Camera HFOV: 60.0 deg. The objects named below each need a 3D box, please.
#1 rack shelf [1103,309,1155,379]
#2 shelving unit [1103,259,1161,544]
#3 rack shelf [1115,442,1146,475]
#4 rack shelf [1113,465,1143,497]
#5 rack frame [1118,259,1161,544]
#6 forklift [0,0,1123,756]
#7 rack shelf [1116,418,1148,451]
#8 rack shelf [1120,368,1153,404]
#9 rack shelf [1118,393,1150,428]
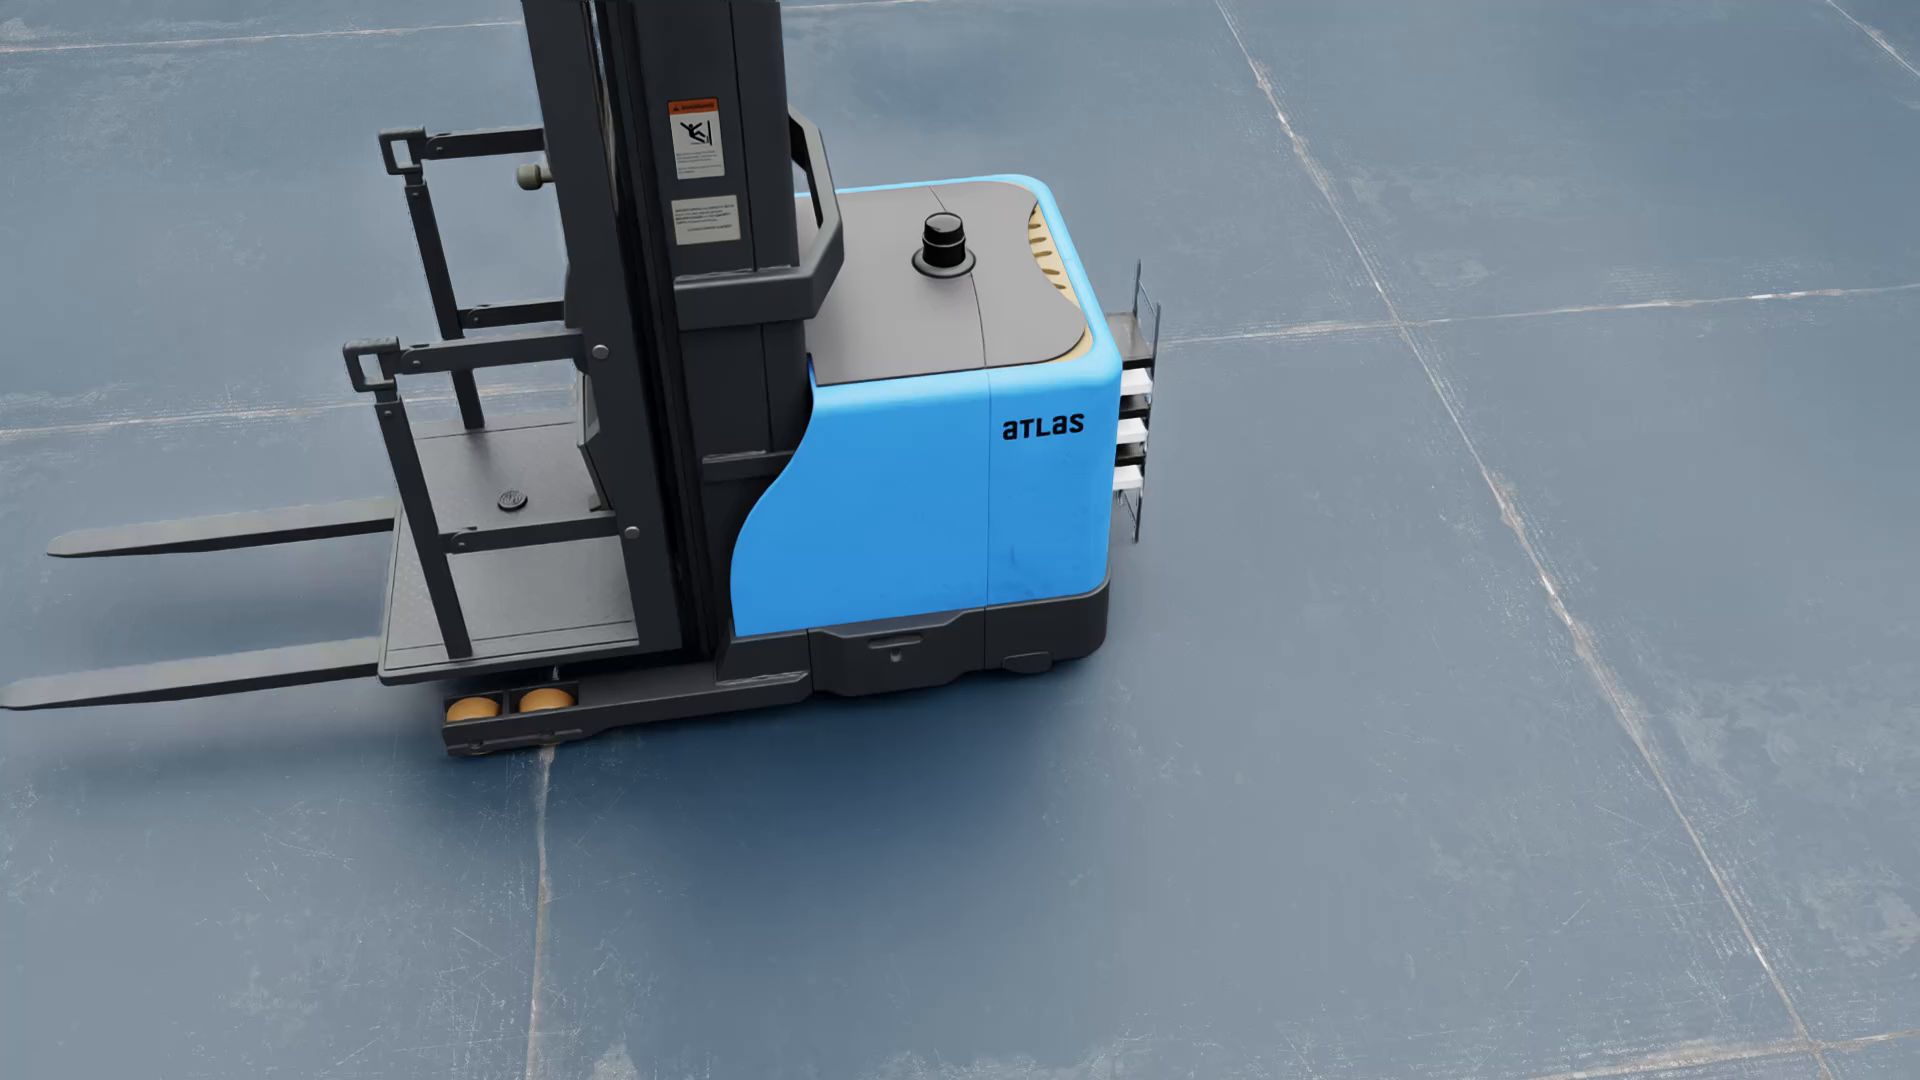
[{"bbox_3d":[0.437,-0.564,4.850,0.200,0.077,0.258,-7,42,-7],"label":"rack shelf"},{"bbox_3d":[0.437,-0.388,5.009,0.210,0.900,0.258,-7,42,-7],"label":"shelving unit"},{"bbox_3d":[0.437,-0.297,5.091,0.200,0.077,0.258,-7,42,-7],"label":"rack shelf"},{"bbox_3d":[0.437,-0.230,5.152,0.200,0.077,0.258,-7,42,-7],"label":"rack shelf"},{"bbox_3d":[0.537,-0.400,5.022,0.006,0.900,0.240,-7,42,-7],"label":"rack frame"},{"bbox_3d":[-1.141,-0.879,4.036,3.031,2.935,1.130,-7,42,-7],"label":"forklift"},{"bbox_3d":[0.437,-0.364,5.031,0.200,0.077,0.258,-7,42,-7],"label":"rack shelf"},{"bbox_3d":[0.437,-0.497,4.910,0.200,0.077,0.258,-7,42,-7],"label":"rack shelf"},{"bbox_3d":[0.437,-0.430,4.971,0.200,0.077,0.258,-7,42,-7],"label":"rack shelf"}]
